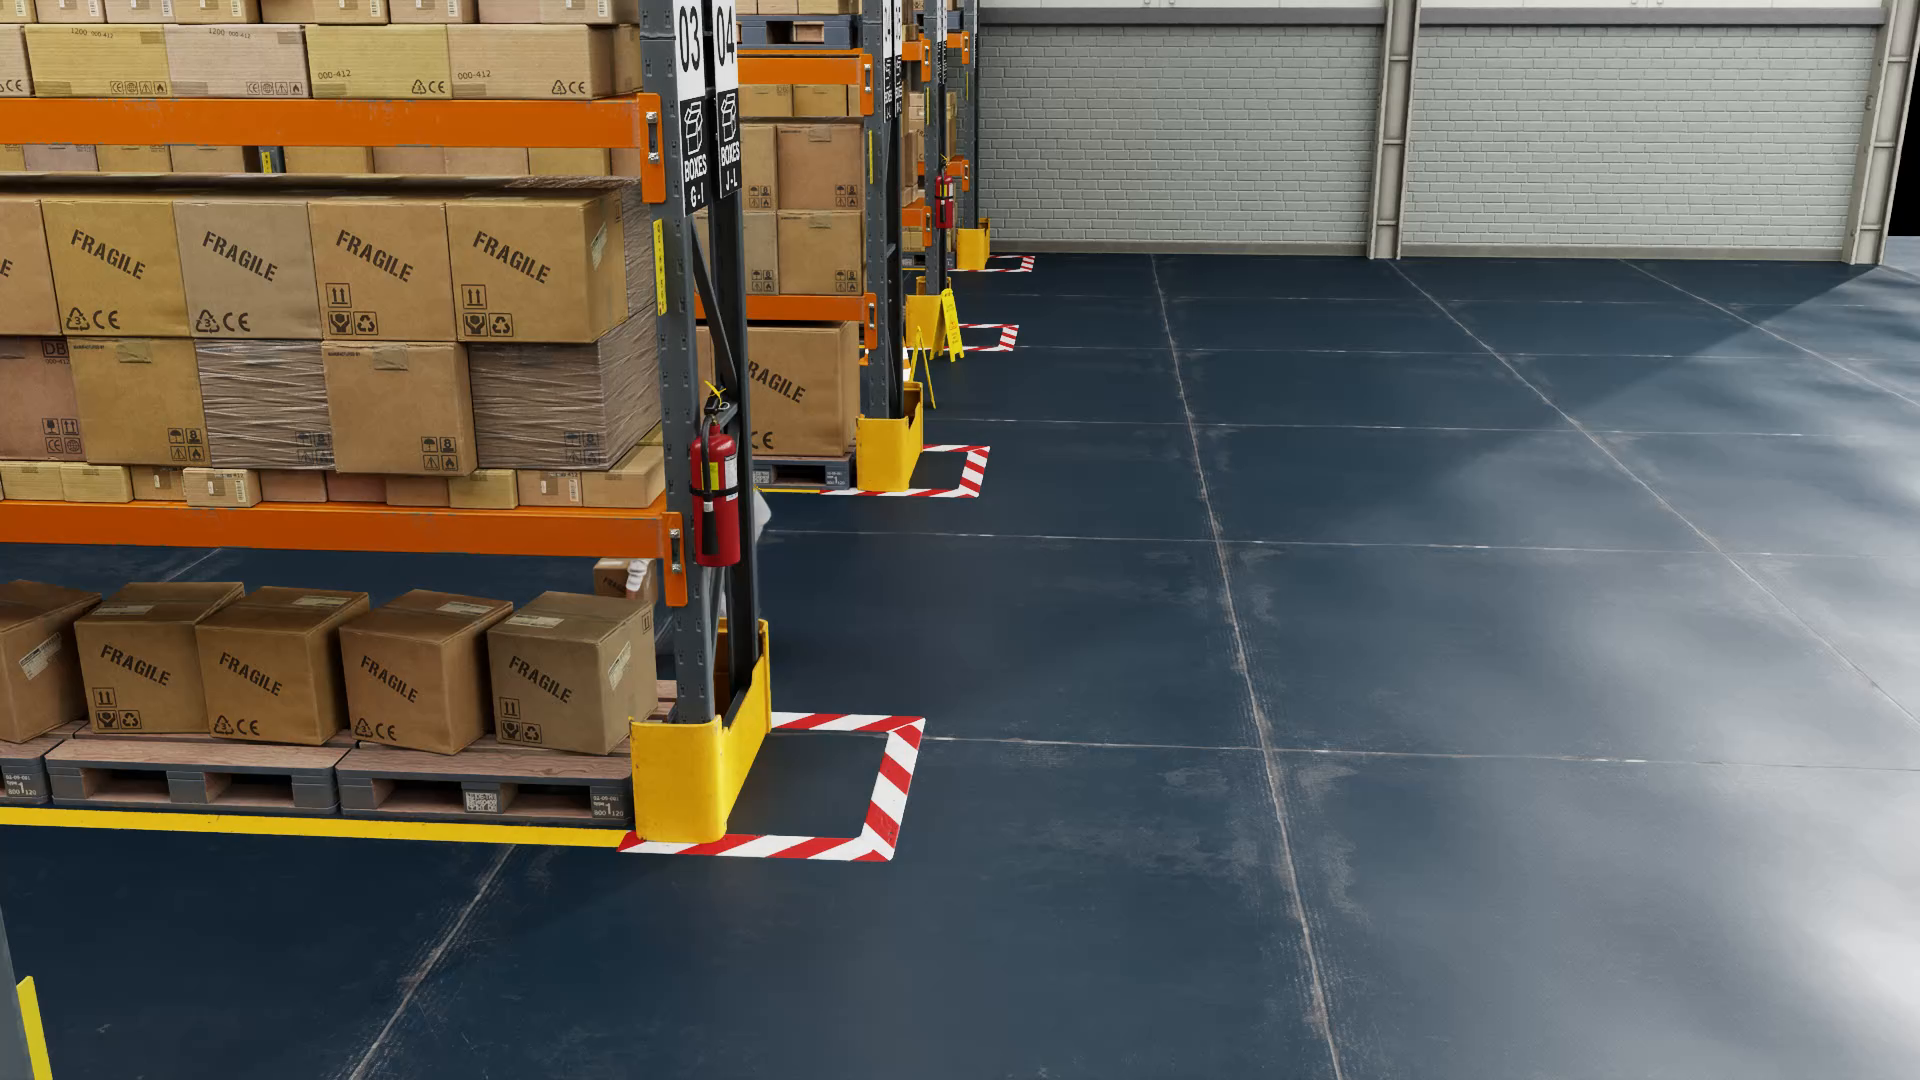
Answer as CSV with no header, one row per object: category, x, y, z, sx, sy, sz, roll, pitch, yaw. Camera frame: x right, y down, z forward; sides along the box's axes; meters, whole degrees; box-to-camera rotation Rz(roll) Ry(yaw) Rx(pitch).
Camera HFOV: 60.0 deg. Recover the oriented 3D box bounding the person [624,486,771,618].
person,-1.363,0.111,8.266,0.862,0.960,0.423,-6,19,-17
